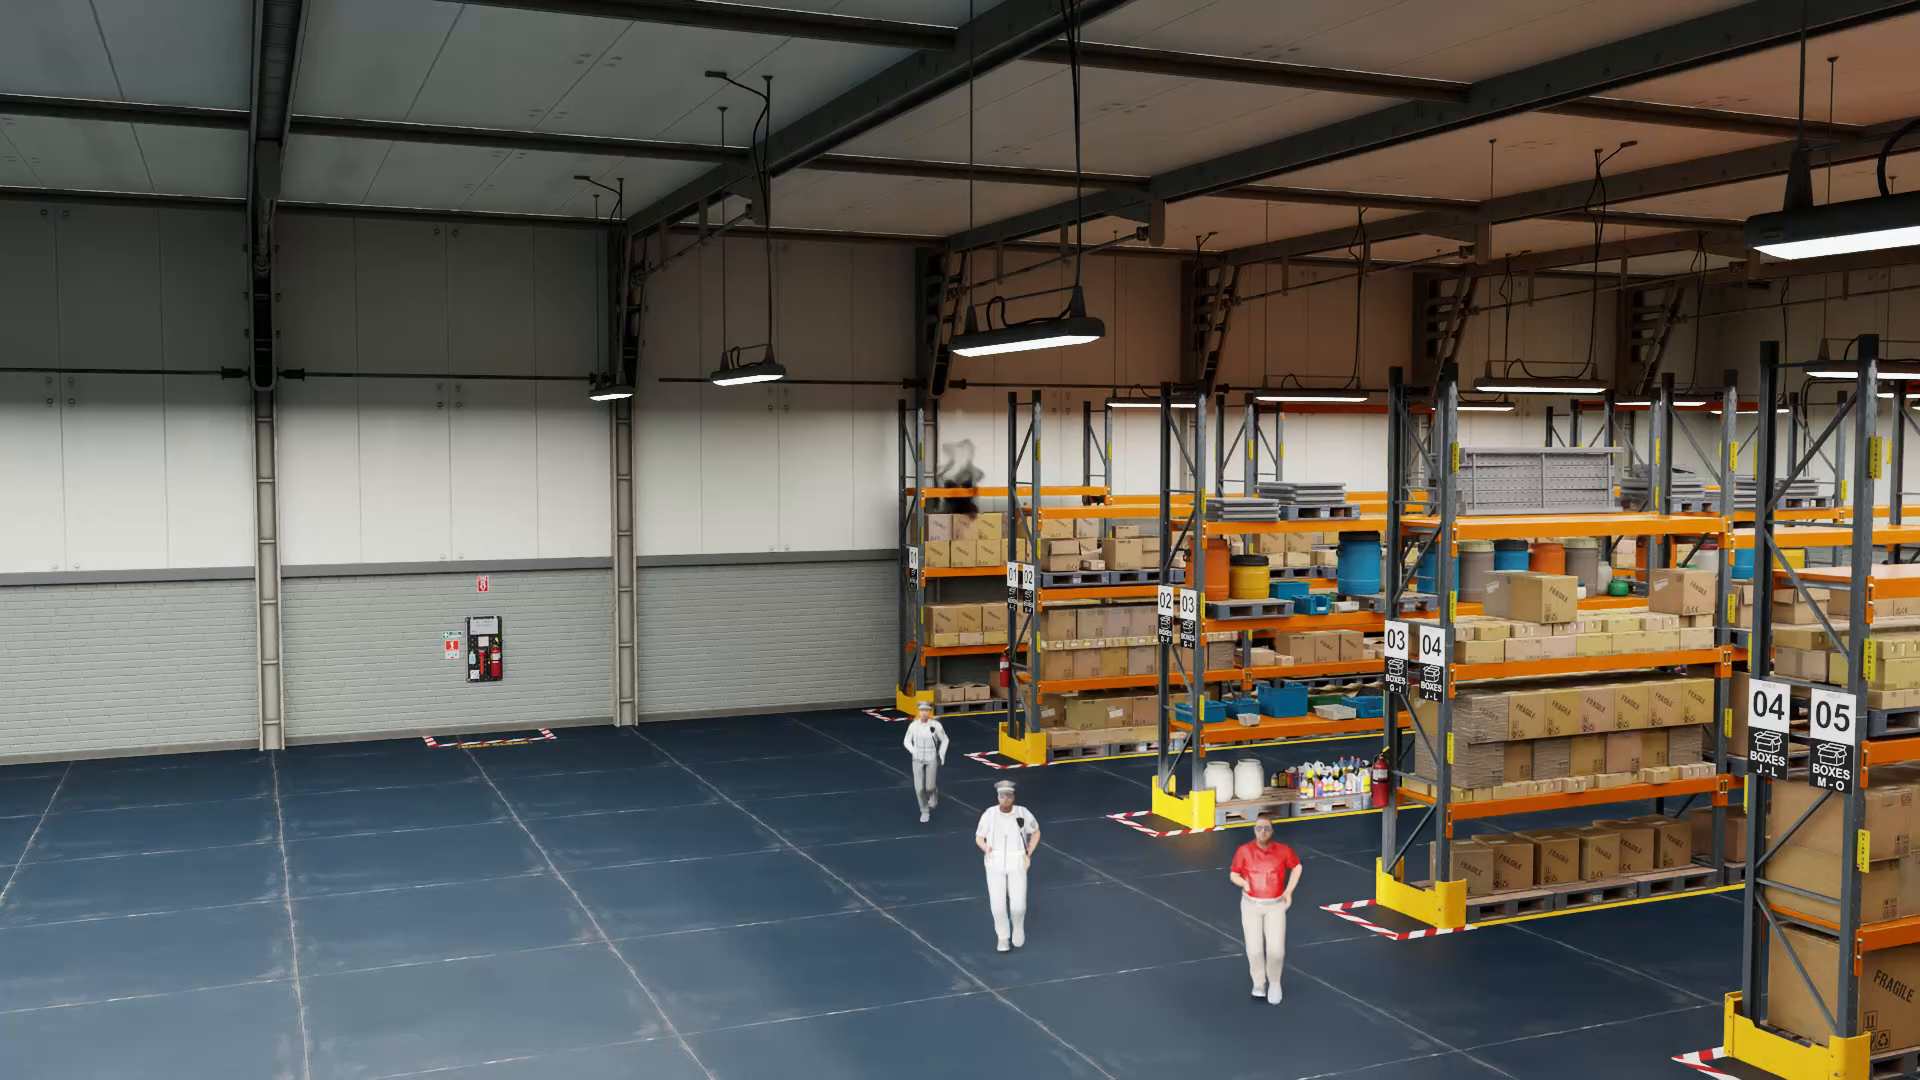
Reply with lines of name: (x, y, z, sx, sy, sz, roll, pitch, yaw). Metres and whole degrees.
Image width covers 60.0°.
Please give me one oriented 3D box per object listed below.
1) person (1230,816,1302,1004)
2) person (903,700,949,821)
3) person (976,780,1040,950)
person: (2.798, 3.422, 15.293, 0.644, 1.736, 0.656, 1, 3, 14)
person: (-0.473, 3.013, 22.758, 0.614, 1.658, 0.549, 0, 3, 5)
person: (0.476, 3.299, 16.810, 0.651, 1.737, 0.592, 0, 3, 5)
